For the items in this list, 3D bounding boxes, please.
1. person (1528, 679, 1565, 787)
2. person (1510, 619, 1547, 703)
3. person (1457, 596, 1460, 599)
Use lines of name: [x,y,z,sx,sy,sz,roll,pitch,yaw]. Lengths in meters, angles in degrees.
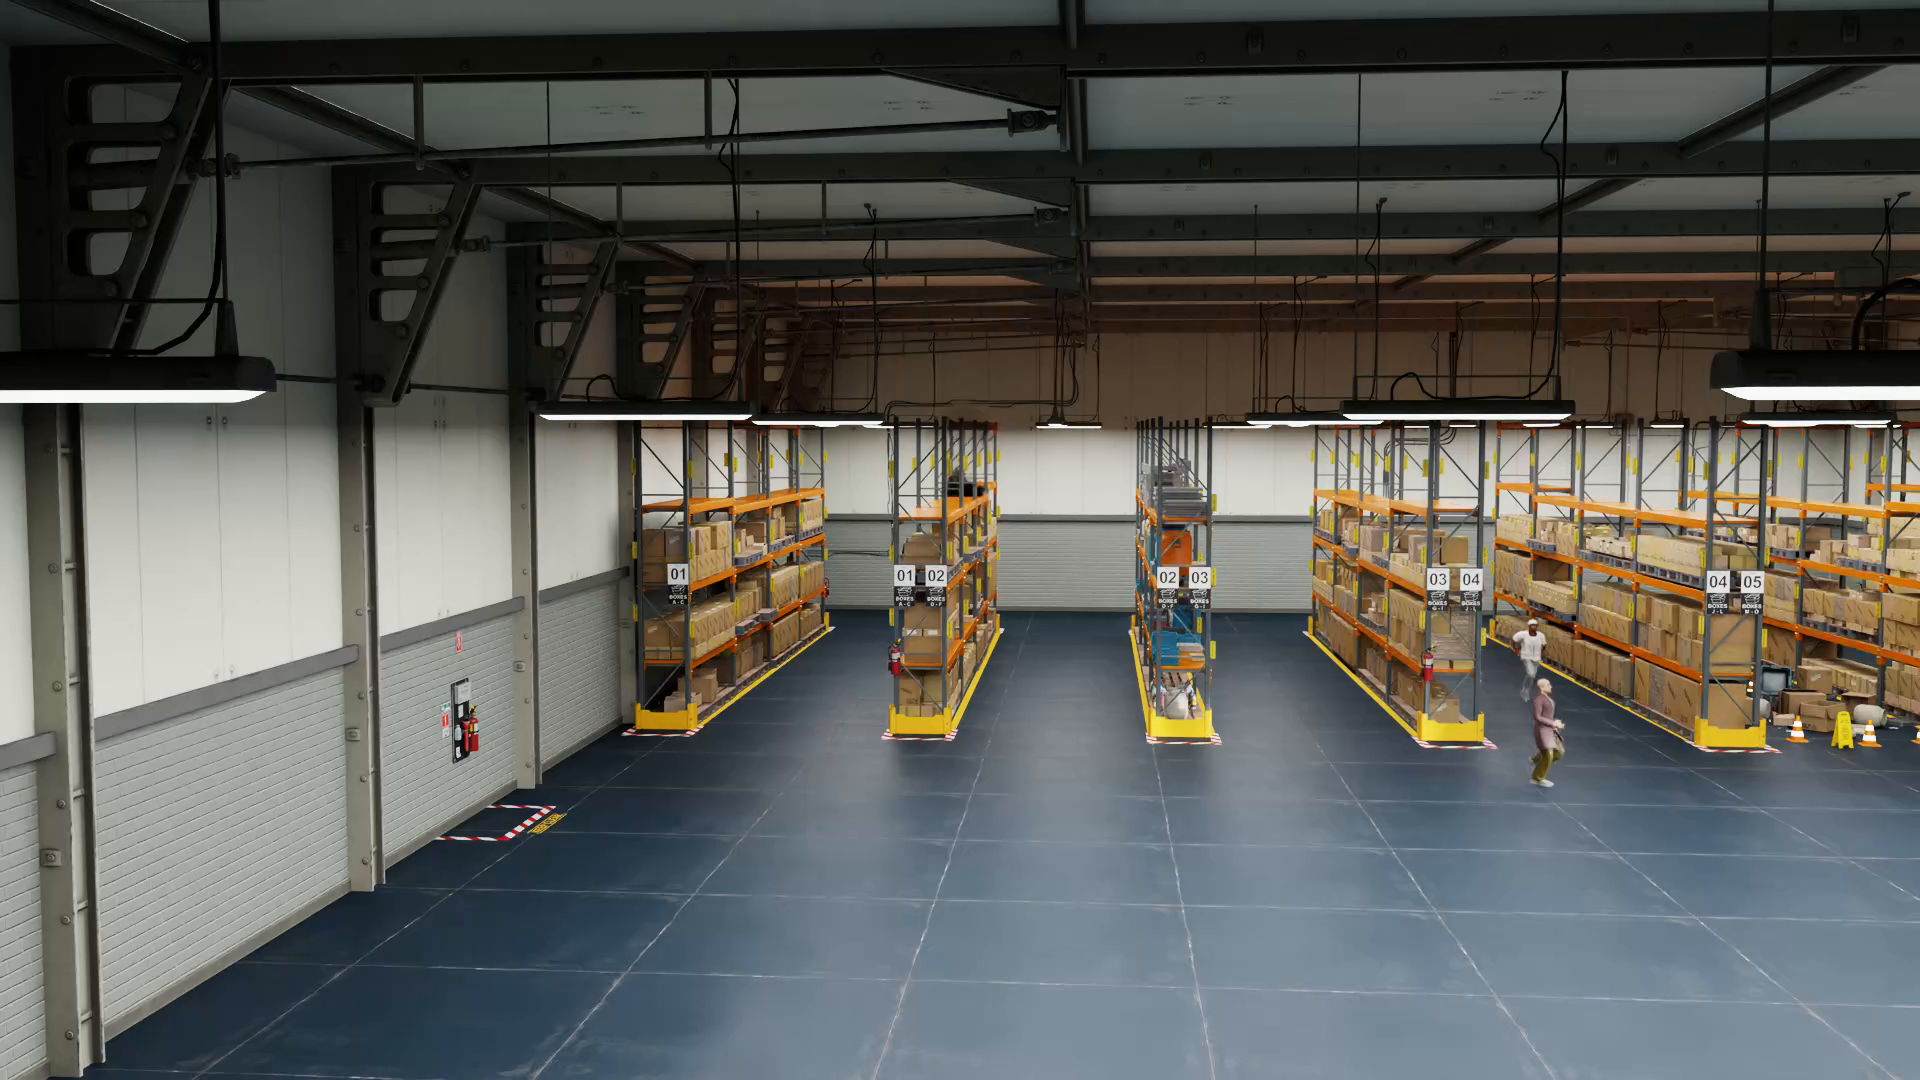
person: [9.463,3.105,26.844,0.631,1.737,0.705,3,5,36]
person: [12.102,2.552,35.271,0.681,1.762,0.753,-1,4,-9]
person: [14.155,1.838,46.884,0.543,1.650,0.700,-2,4,-29]
